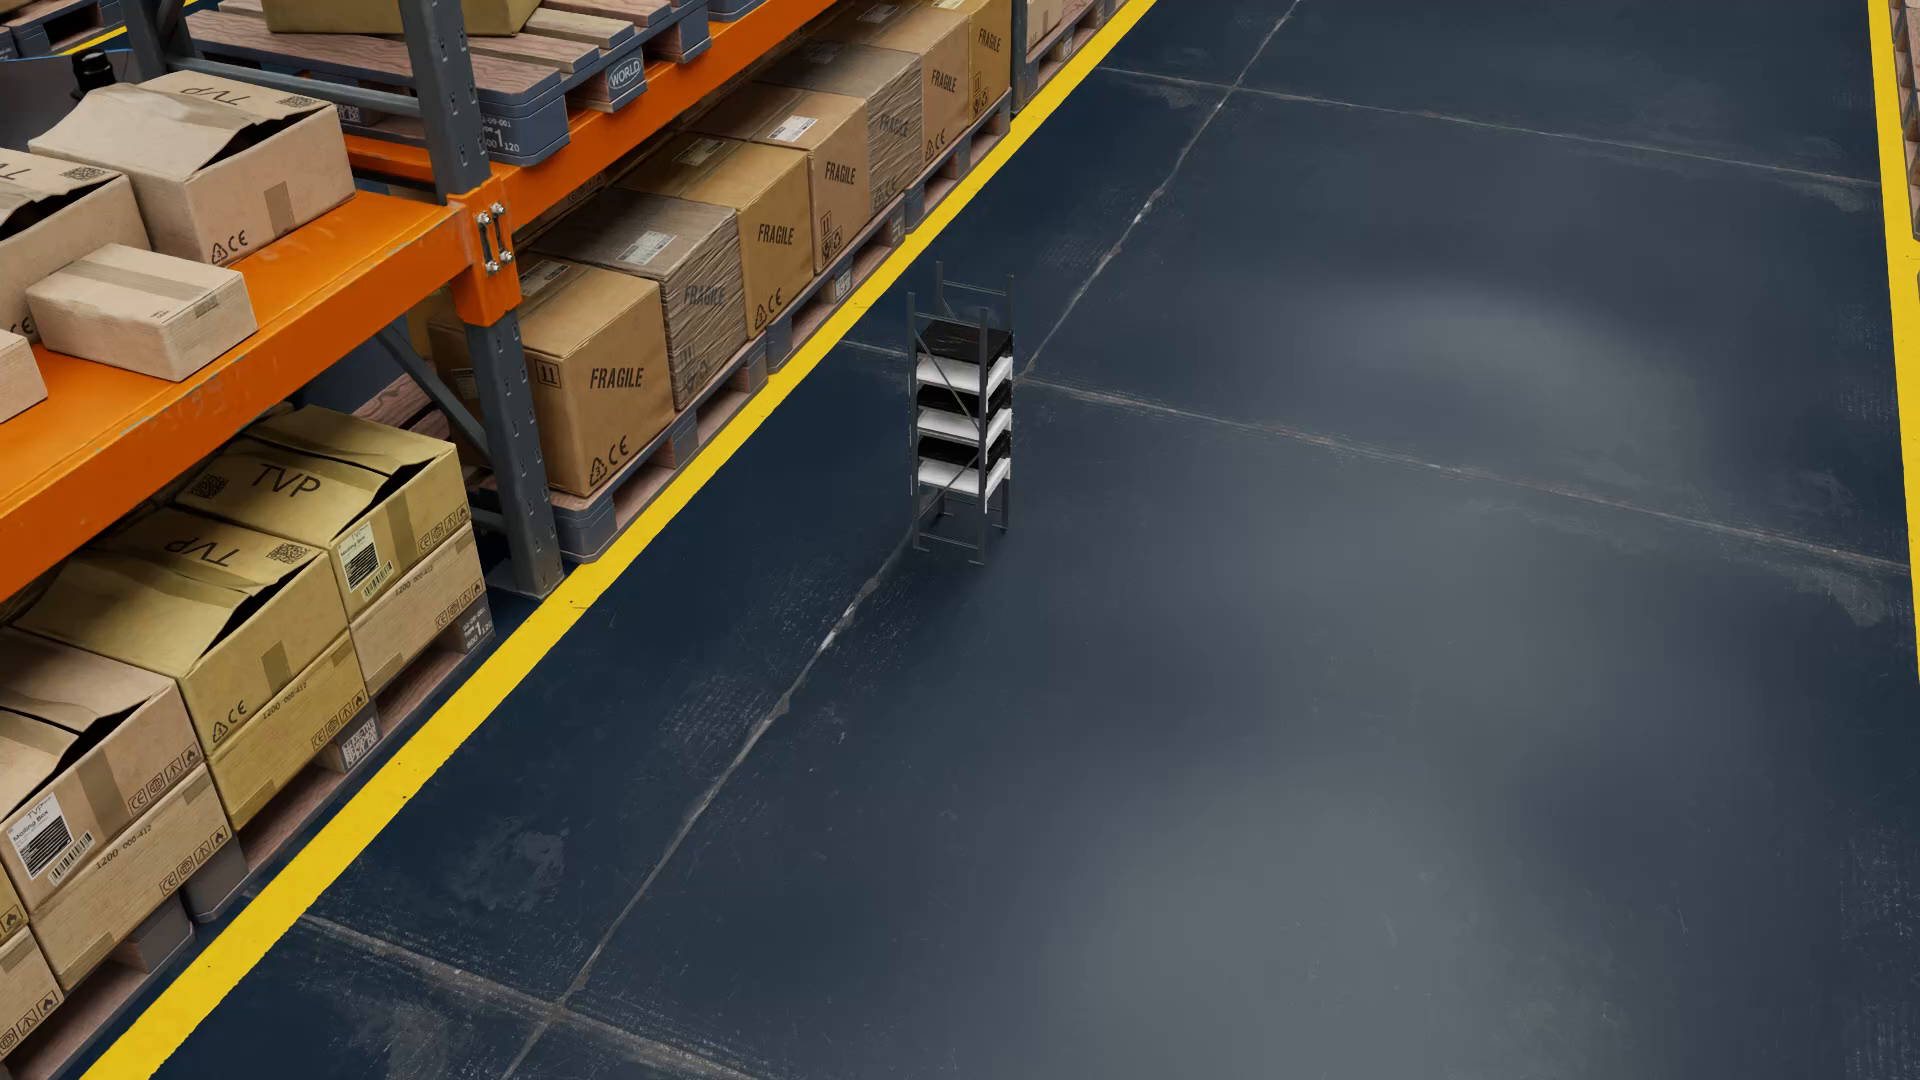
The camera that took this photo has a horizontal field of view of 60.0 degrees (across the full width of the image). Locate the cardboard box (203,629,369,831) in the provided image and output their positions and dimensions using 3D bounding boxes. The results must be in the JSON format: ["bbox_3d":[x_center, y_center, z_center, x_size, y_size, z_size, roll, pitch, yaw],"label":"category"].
[{"bbox_3d":[-1.860,0.405,4.149,0.500,0.250,0.500,13,39,17],"label":"cardboard box"}]

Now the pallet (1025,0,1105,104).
[{"bbox_3d":[0.092,-2.639,8.604,1.003,0.211,1.213,14,39,18],"label":"pallet"}]

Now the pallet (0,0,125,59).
[{"bbox_3d":[-4.977,-2.941,9.008,1.003,0.211,1.213,14,39,18],"label":"pallet"}]

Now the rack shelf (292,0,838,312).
[{"bbox_3d":[-0.931,-1.980,5.995,1.077,0.370,4.000,14,39,18],"label":"rack shelf"}]

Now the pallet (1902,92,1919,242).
[{"bbox_3d":[4.653,-1.544,7.140,1.003,0.211,1.213,14,39,18],"label":"pallet"}]

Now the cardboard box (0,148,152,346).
[{"bbox_3d":[-2.212,-0.674,3.721,0.500,0.311,0.500,13,39,17],"label":"cardboard box"}]

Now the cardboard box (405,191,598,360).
[{"bbox_3d":[-1.553,-0.907,5.679,0.500,0.500,0.500,15,39,20],"label":"cardboard box"}]

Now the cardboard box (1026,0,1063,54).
[{"bbox_3d":[0.190,-2.658,8.179,0.500,0.311,0.500,14,39,18],"label":"cardboard box"}]

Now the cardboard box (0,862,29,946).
[{"bbox_3d":[-2.243,0.738,3.234,0.500,0.311,0.500,15,39,19],"label":"cardboard box"}]

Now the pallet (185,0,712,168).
[{"bbox_3d":[-1.499,-1.476,4.879,1.213,0.211,1.003,14,39,18],"label":"pallet"}]

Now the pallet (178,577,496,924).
[{"bbox_3d":[-2.041,0.403,4.535,1.003,0.211,1.213,14,39,18],"label":"pallet"}]

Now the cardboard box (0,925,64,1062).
[{"bbox_3d":[-2.247,0.968,3.395,0.500,0.250,0.500,15,39,19],"label":"cardboard box"}]

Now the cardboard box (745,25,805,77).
[{"bbox_3d":[-0.960,-2.085,6.628,0.500,0.250,0.500,14,39,18],"label":"cardboard box"}]

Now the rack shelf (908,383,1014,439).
[{"bbox_3d":[0.003,-0.410,4.953,0.258,0.077,0.200,14,39,18],"label":"rack shelf"}]

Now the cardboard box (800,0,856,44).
[{"bbox_3d":[-0.772,-2.041,7.195,0.500,0.500,0.500,14,39,18],"label":"cardboard box"}]

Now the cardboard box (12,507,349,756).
[{"bbox_3d":[-1.855,0.183,3.978,0.500,0.311,0.500,13,39,17],"label":"cardboard box"}]

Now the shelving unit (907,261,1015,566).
[{"bbox_3d":[0.003,-0.365,4.987,0.258,0.900,0.210,14,39,18],"label":"shelving unit"}]

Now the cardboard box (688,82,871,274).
[{"bbox_3d":[-0.671,-1.381,6.312,0.500,0.500,0.500,13,39,16],"label":"cardboard box"}]

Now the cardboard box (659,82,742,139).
[{"bbox_3d":[-1.162,-1.486,6.453,0.500,0.500,0.500,12,39,16],"label":"cardboard box"}]

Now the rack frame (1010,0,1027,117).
[{"bbox_3d":[-0.170,-3.376,7.261,1.000,3.000,0.127,14,39,18],"label":"rack frame"}]

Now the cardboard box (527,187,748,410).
[{"bbox_3d":[-1.061,-0.814,5.554,0.500,0.500,0.500,12,39,16],"label":"cardboard box"}]

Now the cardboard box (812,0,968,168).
[{"bbox_3d":[-0.289,-1.941,7.061,0.500,0.500,0.500,14,39,18],"label":"cardboard box"}]

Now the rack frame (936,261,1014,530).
[{"bbox_3d":[0.042,-0.421,5.062,0.240,0.900,0.006,14,39,18],"label":"rack frame"}]

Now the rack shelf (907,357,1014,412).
[{"bbox_3d":[0.003,-0.482,4.899,0.258,0.077,0.200,14,39,18],"label":"rack shelf"}]

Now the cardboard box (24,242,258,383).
[{"bbox_3d":[-1.779,-0.500,3.623,0.380,0.149,0.250,14,39,18],"label":"cardboard box"}]

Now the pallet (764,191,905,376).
[{"bbox_3d":[-0.907,-1.122,6.575,1.003,0.211,1.213,14,39,18],"label":"pallet"}]

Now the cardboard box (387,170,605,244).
[{"bbox_3d":[-1.536,-1.240,5.498,0.500,0.250,0.500,15,39,19],"label":"cardboard box"}]

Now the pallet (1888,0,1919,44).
[{"bbox_3d":[5.582,-2.895,8.947,1.003,0.211,1.213,14,39,18],"label":"pallet"}]

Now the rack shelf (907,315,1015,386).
[{"bbox_3d":[0.003,-0.555,4.845,0.258,0.077,0.200,14,39,18],"label":"rack shelf"}]

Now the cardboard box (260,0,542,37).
[{"bbox_3d":[-1.557,-1.744,4.643,0.700,0.500,0.500,2,37,2],"label":"cardboard box"}]

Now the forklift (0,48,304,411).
[{"bbox_3d":[-3.833,-1.549,4.874,3.031,2.935,1.130,-10,38,-12],"label":"forklift"}]

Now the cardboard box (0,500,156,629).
[{"bbox_3d":[-2.355,0.063,4.138,0.500,0.311,0.500,13,39,17],"label":"cardboard box"}]
